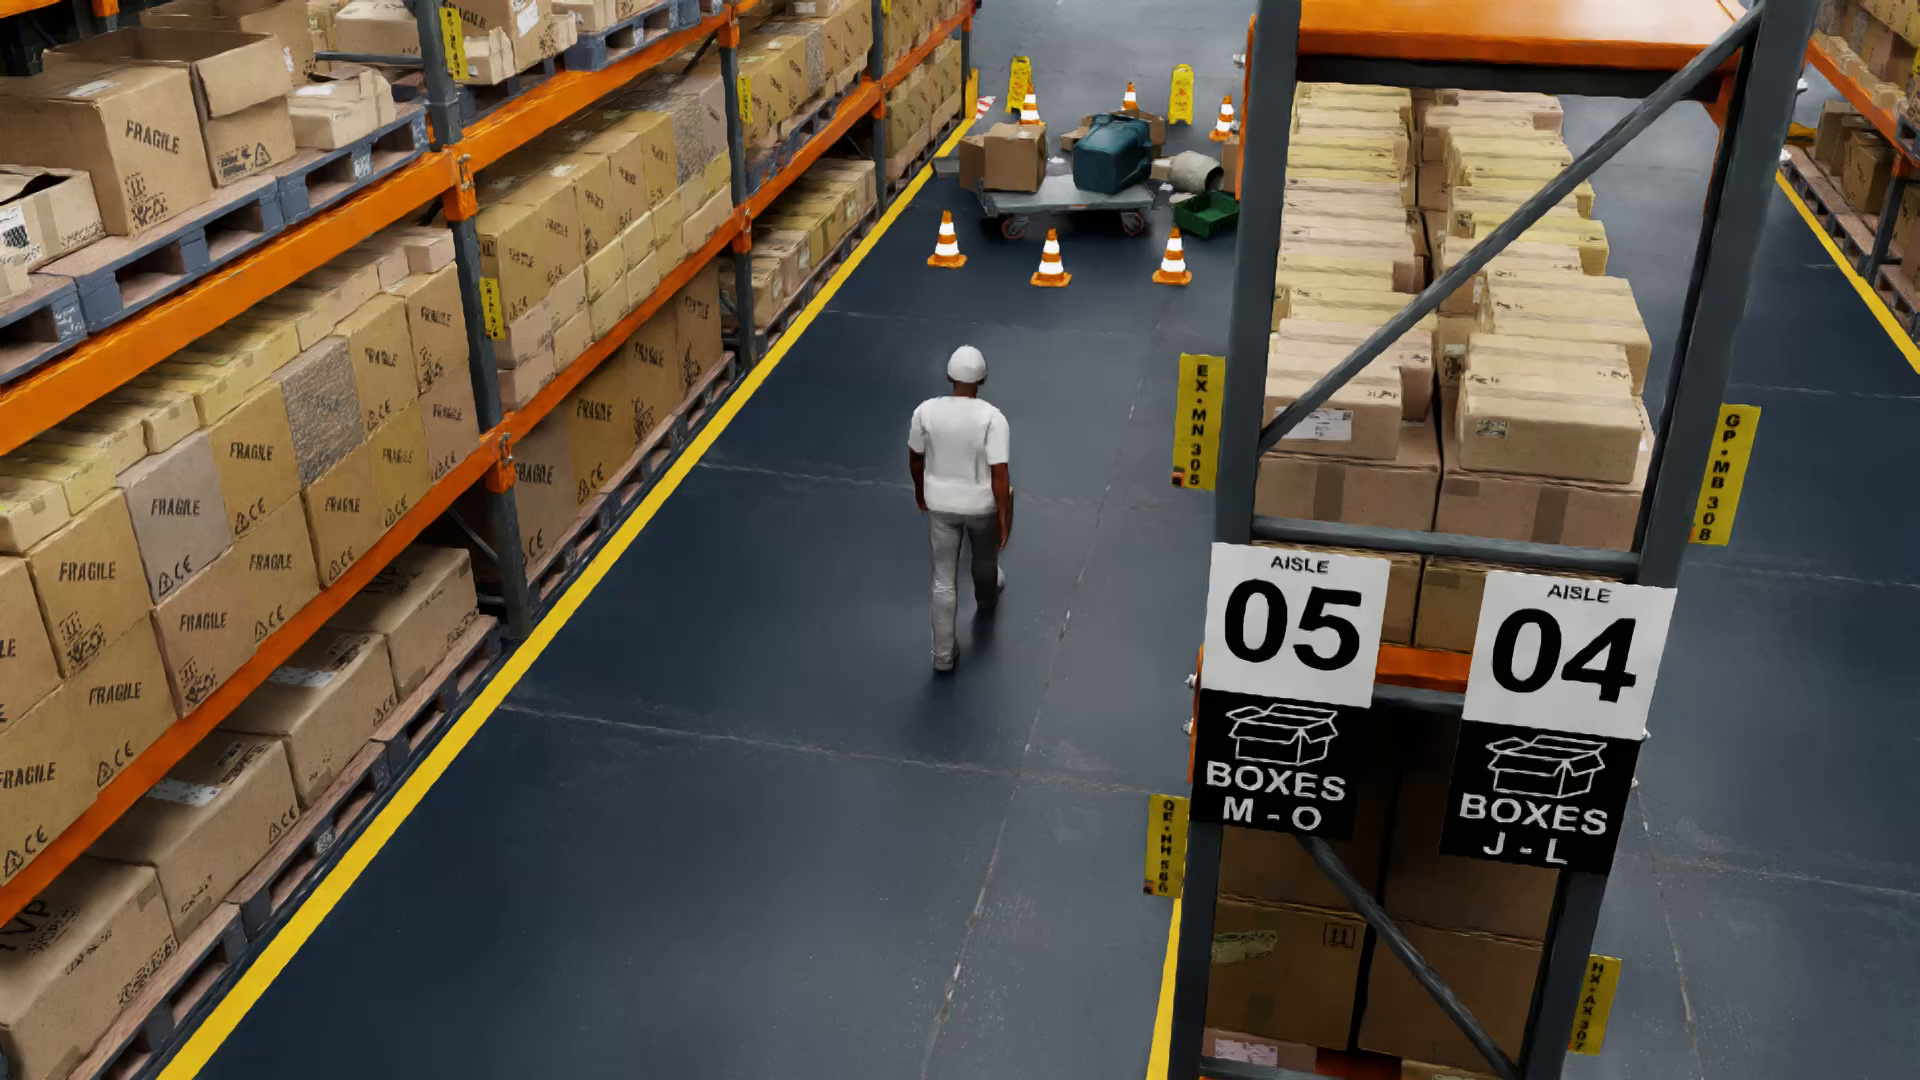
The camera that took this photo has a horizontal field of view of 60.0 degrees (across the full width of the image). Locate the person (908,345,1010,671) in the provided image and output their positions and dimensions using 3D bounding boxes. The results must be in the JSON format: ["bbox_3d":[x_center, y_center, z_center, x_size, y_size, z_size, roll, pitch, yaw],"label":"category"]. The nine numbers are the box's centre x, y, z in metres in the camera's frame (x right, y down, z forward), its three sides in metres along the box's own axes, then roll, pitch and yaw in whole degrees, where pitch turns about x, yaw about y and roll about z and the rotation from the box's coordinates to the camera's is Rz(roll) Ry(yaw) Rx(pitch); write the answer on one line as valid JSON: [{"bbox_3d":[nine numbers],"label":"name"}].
[{"bbox_3d":[0.014,-0.253,9.069,0.596,1.710,1.010,5,29,9],"label":"person"}]
